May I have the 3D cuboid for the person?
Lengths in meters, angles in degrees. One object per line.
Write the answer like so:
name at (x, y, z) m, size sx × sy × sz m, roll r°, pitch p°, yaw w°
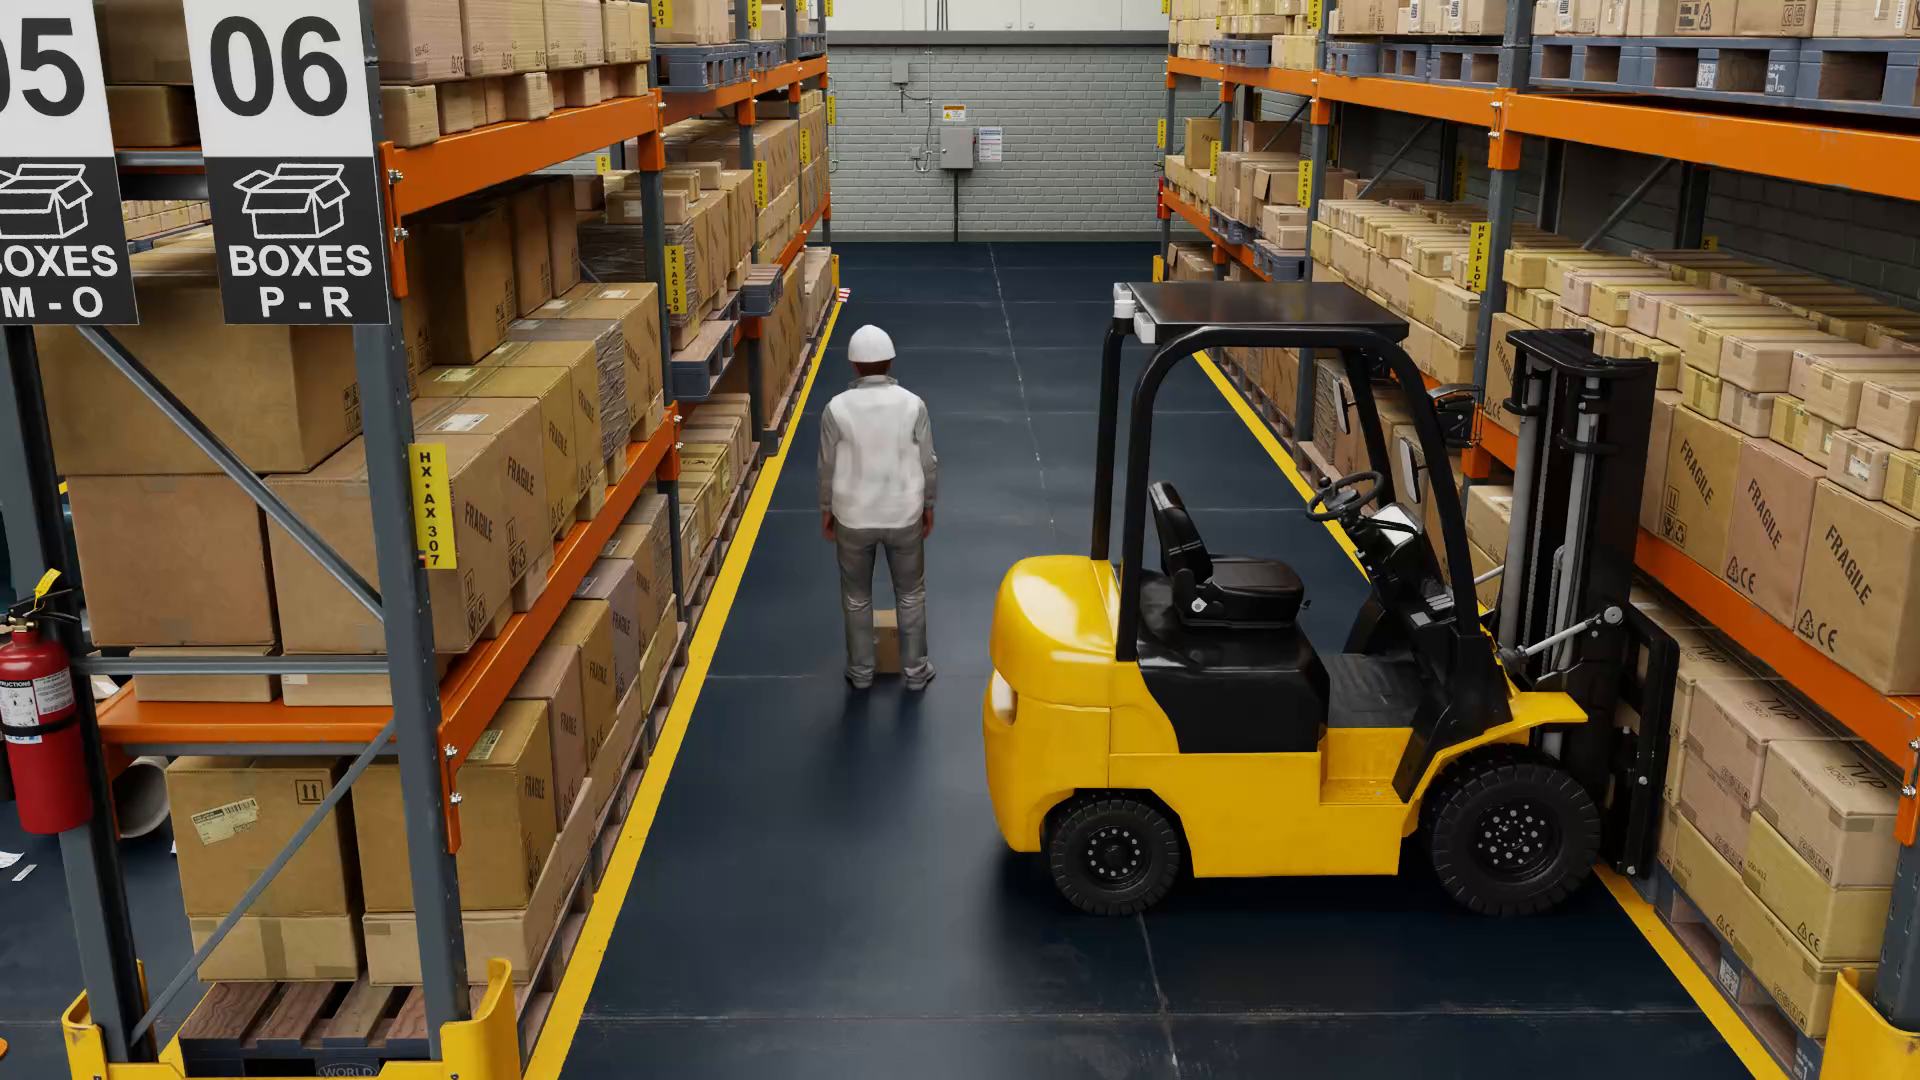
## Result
person at (-0.395, -0.135, 7.942) m, size 0.572 × 1.771 × 0.474 m, roll -2°, pitch 17°, yaw -6°
